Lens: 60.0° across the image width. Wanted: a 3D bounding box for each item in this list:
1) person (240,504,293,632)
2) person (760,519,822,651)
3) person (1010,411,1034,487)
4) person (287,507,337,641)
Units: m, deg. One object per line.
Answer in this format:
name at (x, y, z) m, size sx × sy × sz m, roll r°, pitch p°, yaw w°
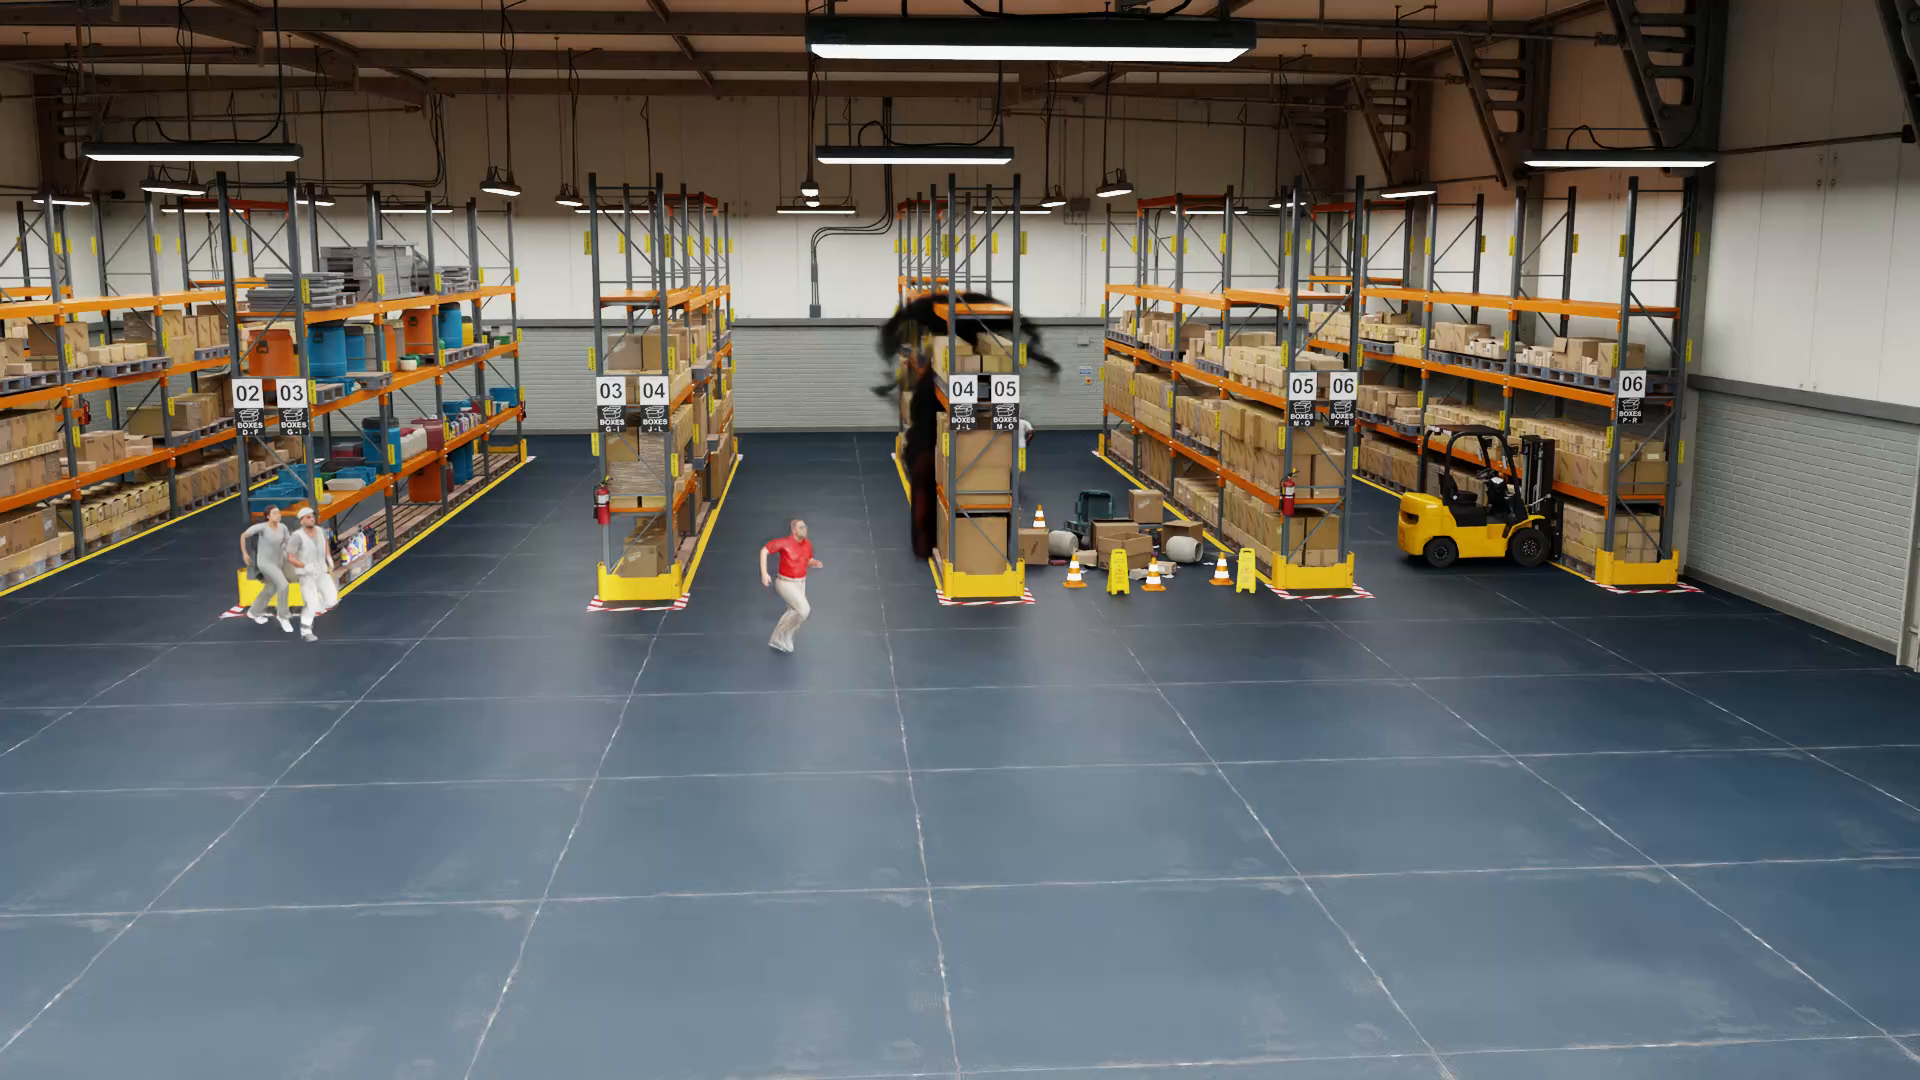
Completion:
person at (-9.106, 0.363, 21.889) m, size 0.833 × 1.693 × 0.586 m, roll 5°, pitch 11°, yaw 25°
person at (-2.050, 0.608, 20.538) m, size 0.775 × 1.604 × 0.701 m, roll 7°, pitch 12°, yaw 34°
person at (1.157, -1.899, 34.483) m, size 0.700 × 1.761 × 0.872 m, roll -1°, pitch 10°, yaw -5°
person at (-8.238, 0.433, 21.236) m, size 0.656 × 1.737 × 0.699 m, roll 7°, pitch 12°, yaw 33°
